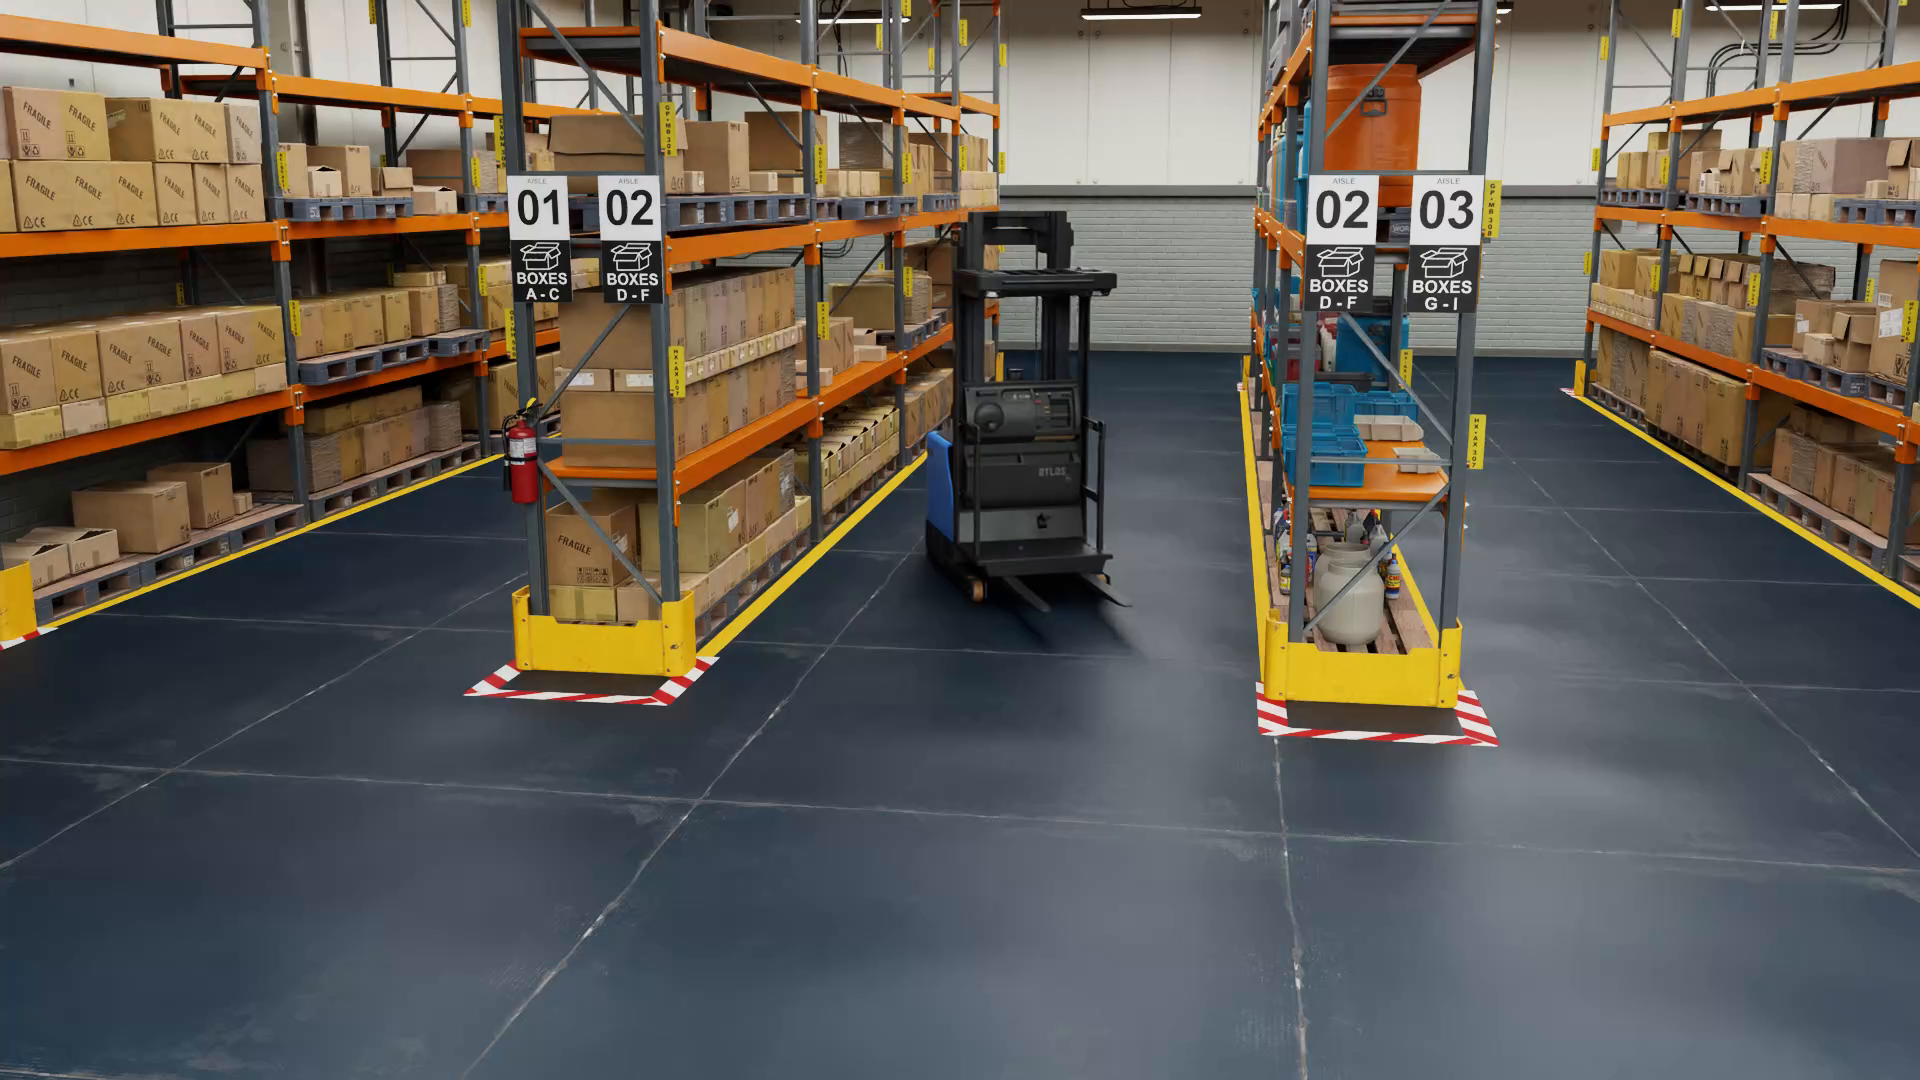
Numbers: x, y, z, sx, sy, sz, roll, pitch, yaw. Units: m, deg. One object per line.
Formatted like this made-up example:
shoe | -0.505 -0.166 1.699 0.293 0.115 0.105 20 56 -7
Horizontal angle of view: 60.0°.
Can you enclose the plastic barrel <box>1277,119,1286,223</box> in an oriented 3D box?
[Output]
plastic barrel | 3.119 -3.263 14.706 0.600 0.901 0.600 0 12 0

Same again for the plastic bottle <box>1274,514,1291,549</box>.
plastic bottle | 2.650 -0.066 13.601 0.152 0.276 0.135 2 12 11

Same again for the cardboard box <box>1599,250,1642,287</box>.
cardboard box | 9.477 -3.884 23.765 0.500 0.500 0.500 2 12 7

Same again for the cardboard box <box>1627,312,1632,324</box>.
cardboard box | 9.160 -2.973 22.266 0.380 0.149 0.250 2 12 10

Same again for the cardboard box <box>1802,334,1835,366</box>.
cardboard box | 8.179 -1.766 15.425 0.500 0.250 0.500 2 12 7

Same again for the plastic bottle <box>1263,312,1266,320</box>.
plastic bottle | 3.770 -2.664 20.511 0.061 0.283 0.133 2 12 9

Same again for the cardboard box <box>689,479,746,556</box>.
cardboard box | -1.913 -0.172 12.423 0.500 0.500 0.500 2 12 9

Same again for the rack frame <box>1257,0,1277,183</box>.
rack frame | 5.000 -6.734 24.878 1.000 3.000 0.127 2 12 9

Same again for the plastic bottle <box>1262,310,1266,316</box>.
plastic bottle | 3.872 -2.770 21.033 0.097 0.271 0.097 0 12 0

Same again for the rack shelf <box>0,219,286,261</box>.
rack shelf | -6.942 -2.322 13.236 1.077 0.370 4.000 2 12 9

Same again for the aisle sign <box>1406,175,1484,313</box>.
aisle sign | 2.818 -1.717 9.668 0.394 0.787 0.004 2 12 9

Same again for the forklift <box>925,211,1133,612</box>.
forklift | 0.544 -1.044 12.882 1.130 2.935 3.031 -3 12 -13

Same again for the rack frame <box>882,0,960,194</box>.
rack frame | -0.509 -6.062 21.763 1.000 3.000 0.127 2 12 9

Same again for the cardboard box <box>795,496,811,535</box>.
cardboard box | -1.595 -0.222 14.432 0.500 0.250 0.500 2 12 9

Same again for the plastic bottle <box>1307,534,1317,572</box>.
plastic bottle | 2.676 0.095 12.851 0.152 0.276 0.135 2 12 9

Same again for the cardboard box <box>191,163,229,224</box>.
cardboard box | -6.558 -2.931 14.068 0.500 0.500 0.500 1 12 4

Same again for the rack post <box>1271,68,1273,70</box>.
rack post | 3.841 -5.183 17.865 0.954 0.300 0.937 2 12 9

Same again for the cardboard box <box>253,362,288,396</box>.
cardboard box | -6.408 -1.452 14.919 0.500 0.250 0.500 2 12 9

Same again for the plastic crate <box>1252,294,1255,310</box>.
plastic crate | 4.434 -3.434 24.061 0.416 0.233 0.300 2 12 9

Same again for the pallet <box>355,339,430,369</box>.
pallet | -6.283 -1.949 17.374 1.003 0.211 1.213 2 12 9

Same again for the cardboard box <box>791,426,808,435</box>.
cardboard box | -1.726 -1.010 16.758 0.500 0.311 0.500 2 12 8

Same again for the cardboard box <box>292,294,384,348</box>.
cardboard box | -6.359 -2.247 17.017 0.700 0.500 0.500 4 13 16

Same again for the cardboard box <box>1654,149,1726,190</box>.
cardboard box | 9.340 -4.742 21.285 0.700 0.500 0.500 1 12 5

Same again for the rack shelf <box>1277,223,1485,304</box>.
rack shelf | 2.847 -2.001 11.747 1.077 0.370 4.000 2 12 9

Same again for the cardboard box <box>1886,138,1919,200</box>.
cardboard box | 8.363 -3.155 14.152 0.797 0.503 0.637 2 12 11

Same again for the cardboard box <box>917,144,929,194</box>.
cardboard box | -0.739 -4.657 20.889 0.600 0.600 0.600 2 12 8

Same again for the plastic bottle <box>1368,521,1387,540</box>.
plastic bottle | 3.261 0.028 12.989 0.144 0.351 0.185 2 12 8

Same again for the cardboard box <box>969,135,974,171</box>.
cardboard box | -0.184 -5.440 23.384 0.700 0.500 0.500 2 12 9

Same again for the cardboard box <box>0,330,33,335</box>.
cardboard box | -7.300 -1.304 12.451 0.500 0.500 0.500 2 12 9

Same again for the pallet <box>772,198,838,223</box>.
pallet | -1.616 -3.021 15.225 0.805 0.209 1.217 1 12 6

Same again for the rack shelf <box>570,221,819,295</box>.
rack shelf | -2.047 -2.162 12.495 1.077 0.370 4.000 2 12 9

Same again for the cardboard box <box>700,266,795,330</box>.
cardboard box | -1.801 -2.055 14.090 0.700 0.500 0.500 2 12 9

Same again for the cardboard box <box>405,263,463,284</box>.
cardboard box | -6.206 -3.130 19.626 0.500 0.250 0.500 2 12 10

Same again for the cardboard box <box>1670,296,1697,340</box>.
cardboard box | 8.885 -2.664 19.999 0.500 0.500 0.500 2 12 9

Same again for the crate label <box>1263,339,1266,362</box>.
crate label | 3.335 -1.978 17.450 0.303 0.233 0.416 2 12 9

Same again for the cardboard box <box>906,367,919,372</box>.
cardboard box | -0.824 -2.030 22.181 0.500 0.500 0.500 1 12 6

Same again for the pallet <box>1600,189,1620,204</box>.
pallet | 9.790 -4.909 23.741 1.003 0.211 1.213 2 12 9

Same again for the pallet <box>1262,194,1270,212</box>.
pallet | 4.361 -4.176 20.578 1.213 0.211 1.003 2 12 9

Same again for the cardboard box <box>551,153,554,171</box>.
cardboard box | -5.648 -4.840 21.929 0.700 0.500 0.500 1 12 6

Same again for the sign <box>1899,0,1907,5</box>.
sign | 9.201 -5.388 16.227 0.100 0.325 0.005 2 12 9

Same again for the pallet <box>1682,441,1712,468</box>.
pallet | 9.050 -1.027 19.257 1.003 0.211 1.213 2 12 9

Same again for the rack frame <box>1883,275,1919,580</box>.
rack frame | 8.049 -1.142 13.174 1.000 3.000 0.127 2 12 9

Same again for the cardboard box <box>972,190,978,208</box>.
cardboard box | -0.030 -4.824 23.492 0.500 0.250 0.500 2 12 9

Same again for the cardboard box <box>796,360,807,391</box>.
cardboard box | -1.707 -1.495 15.165 0.500 0.250 0.500 3 12 12

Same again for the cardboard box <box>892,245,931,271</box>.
cardboard box | -0.687 -3.781 22.806 0.500 0.500 0.500 2 12 9

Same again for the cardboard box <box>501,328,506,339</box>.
cardboard box | -5.568 -2.509 20.066 0.380 0.149 0.250 2 12 10

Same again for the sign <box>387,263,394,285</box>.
sign | -6.568 -3.040 19.230 0.100 0.325 0.005 2 12 9

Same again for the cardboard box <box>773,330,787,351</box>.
cardboard box | -1.647 -1.661 13.802 0.380 0.149 0.250 2 12 7

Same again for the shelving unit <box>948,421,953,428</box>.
shelving unit | 0.008 -0.524 14.934 0.215 1.050 0.252 2 12 9

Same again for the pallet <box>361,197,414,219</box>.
pallet | -6.278 -3.339 16.695 1.213 0.211 1.003 2 12 9

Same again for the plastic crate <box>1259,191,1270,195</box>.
plastic crate | 4.210 -4.553 22.275 0.416 0.233 0.300 2 12 9

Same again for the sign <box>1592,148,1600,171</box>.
sign | 9.347 -5.592 24.438 0.100 0.325 0.005 2 12 9

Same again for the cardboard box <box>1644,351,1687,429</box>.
cardboard box | 9.200 -1.840 20.460 1.225 0.875 0.875 2 12 9

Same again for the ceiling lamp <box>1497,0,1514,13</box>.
ceiling lamp | 7.901 -10.064 26.477 2.000 3.185 0.800 2 12 9

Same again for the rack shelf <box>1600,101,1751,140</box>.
rack shelf | 9.587 -5.610 22.319 1.077 0.370 4.000 2 12 9

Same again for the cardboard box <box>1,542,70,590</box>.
cardboard box | -7.054 0.167 12.436 0.500 0.311 0.500 0 12 2

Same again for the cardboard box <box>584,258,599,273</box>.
cardboard box | -5.223 -3.754 22.523 0.500 0.250 0.500 2 12 10

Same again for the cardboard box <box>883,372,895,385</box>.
cardboard box | -1.054 -2.084 20.651 0.500 0.250 0.500 2 12 8

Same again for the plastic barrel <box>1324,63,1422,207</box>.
plastic barrel | 2.489 -2.457 10.138 0.600 0.830 0.708 2 12 9

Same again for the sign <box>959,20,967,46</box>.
sign | 0.040 -6.579 21.570 0.100 0.325 0.005 2 12 9
